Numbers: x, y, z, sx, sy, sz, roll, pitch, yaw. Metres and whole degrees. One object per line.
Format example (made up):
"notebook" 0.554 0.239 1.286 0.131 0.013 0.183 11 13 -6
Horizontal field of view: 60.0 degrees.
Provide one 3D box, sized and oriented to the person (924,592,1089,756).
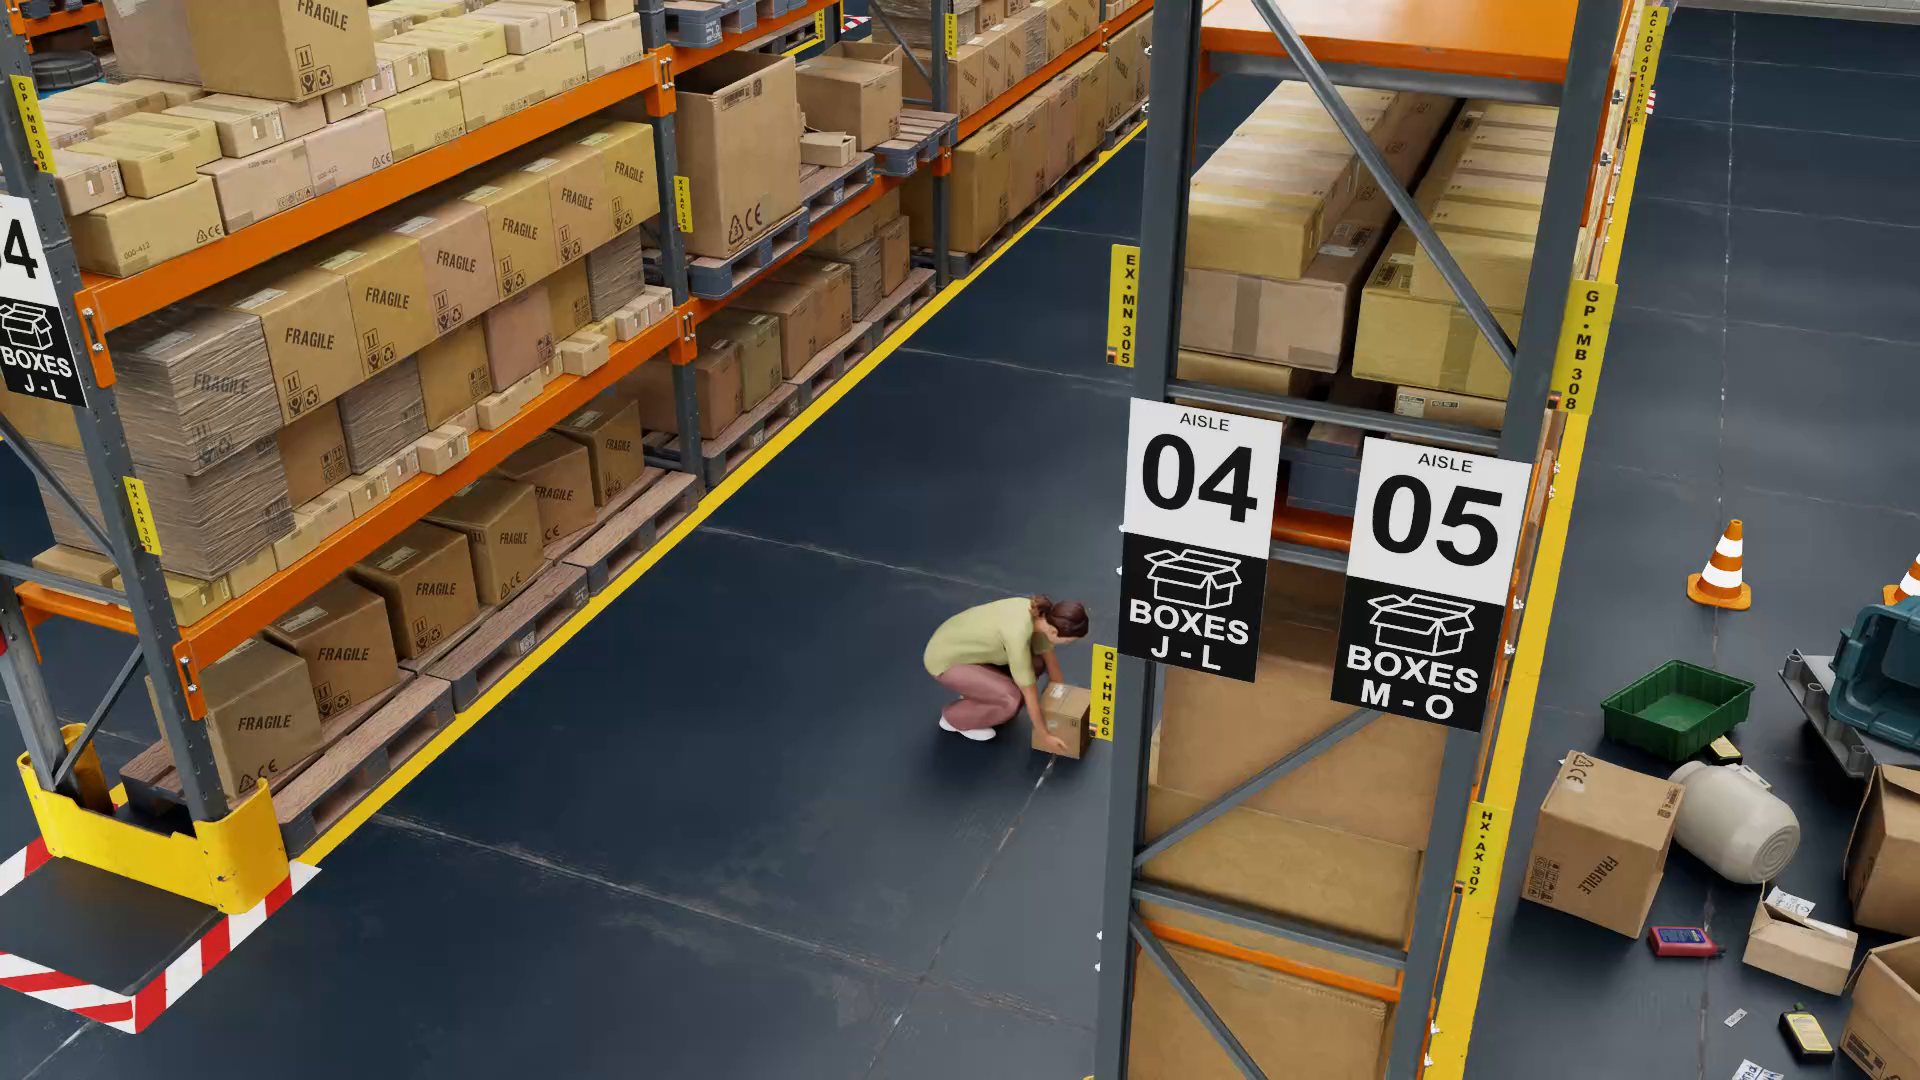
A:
"person" 0.227 0.611 8.247 0.810 0.795 0.477 11 32 19
